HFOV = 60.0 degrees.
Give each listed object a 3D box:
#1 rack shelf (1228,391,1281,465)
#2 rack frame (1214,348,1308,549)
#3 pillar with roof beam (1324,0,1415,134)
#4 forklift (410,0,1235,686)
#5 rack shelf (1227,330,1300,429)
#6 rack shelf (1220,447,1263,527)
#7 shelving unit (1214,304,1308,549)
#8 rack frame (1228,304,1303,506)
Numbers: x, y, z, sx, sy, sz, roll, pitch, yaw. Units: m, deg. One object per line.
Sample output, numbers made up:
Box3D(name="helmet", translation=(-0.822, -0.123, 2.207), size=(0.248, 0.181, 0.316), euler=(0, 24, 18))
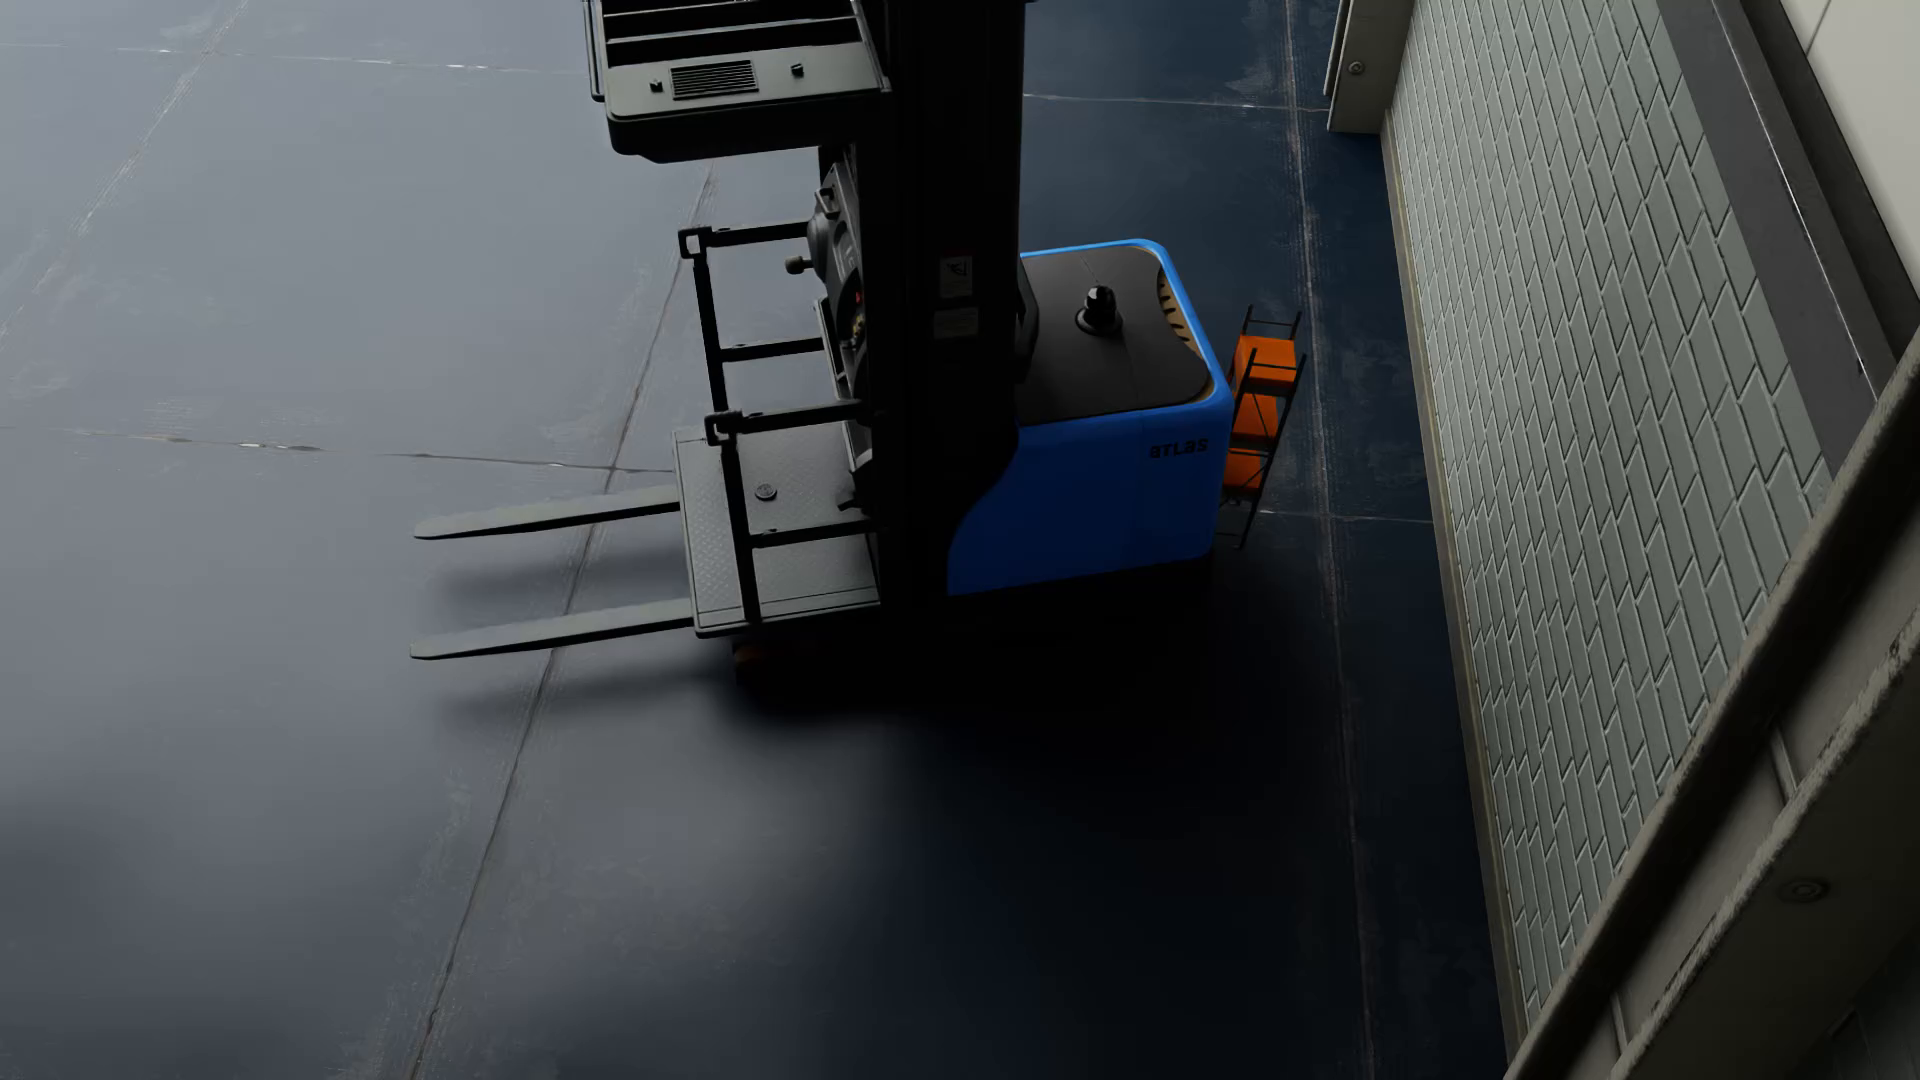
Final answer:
Box3D(name="rack shelf", translation=(1.105, -0.410, 6.441), size=(0.215, 0.259, 0.240), euler=(6, 48, -2))
Box3D(name="rack frame", translation=(1.098, -0.327, 6.351), size=(0.200, 1.050, 0.008), euler=(6, 48, -2))
Box3D(name="pillar with roof beam", translation=(-2.182, -5.611, 5.810), size=(9.100, 9.000, 0.400), euler=(4, 48, 4))
Box3D(name="forklift", translation=(-0.592, -0.872, 5.588), size=(3.031, 2.935, 1.130), euler=(-8, 48, -8))
Box3D(name="rack shelf", translation=(1.132, -0.599, 6.231), size=(0.215, 0.259, 0.240), euler=(6, 48, -2))
Box3D(name="rack shelf", translation=(1.078, -0.224, 6.647), size=(0.215, 0.259, 0.240), euler=(6, 48, -2))
Box3D(name="shelving unit", translation=(1.106, -0.417, 6.433), size=(0.215, 1.050, 0.252), euler=(6, 48, -2))
Box3D(name="rack frame", translation=(1.114, -0.507, 6.515), size=(0.200, 1.050, 0.008), euler=(6, 48, -2))
